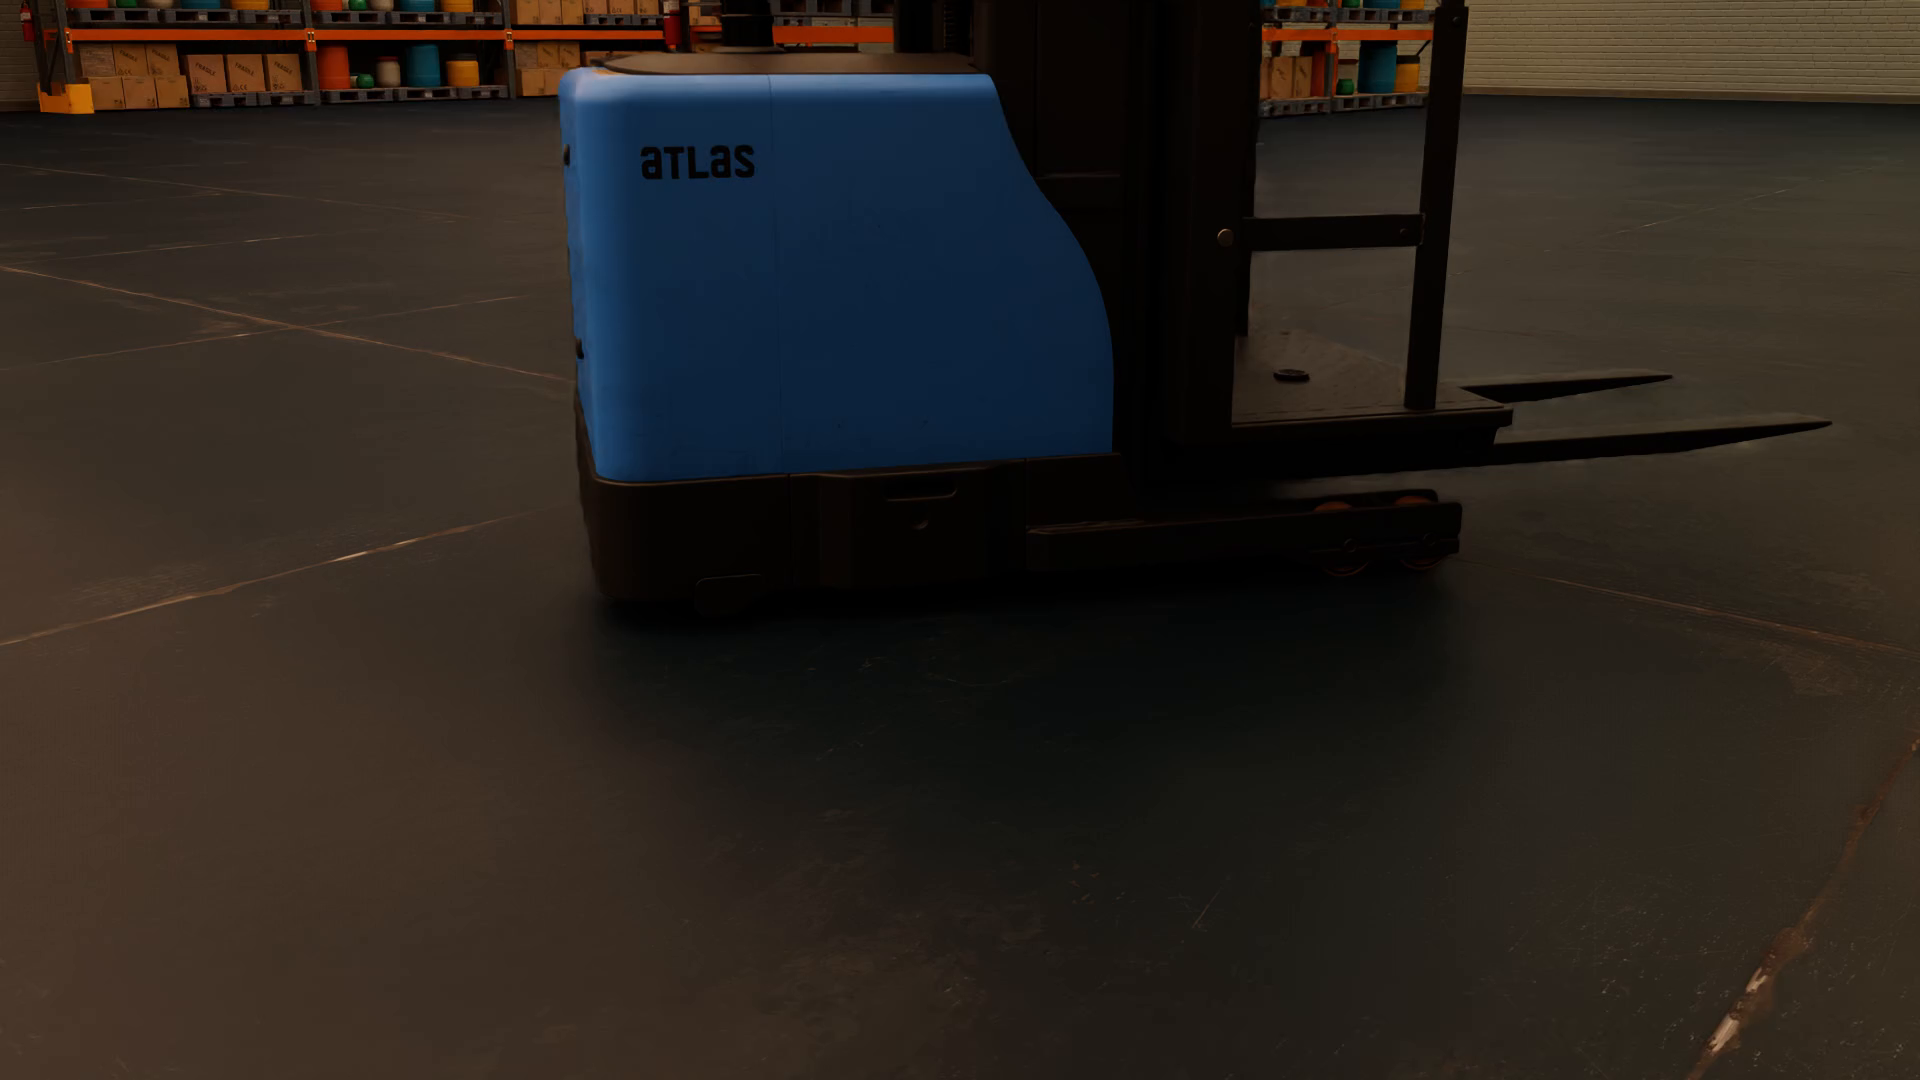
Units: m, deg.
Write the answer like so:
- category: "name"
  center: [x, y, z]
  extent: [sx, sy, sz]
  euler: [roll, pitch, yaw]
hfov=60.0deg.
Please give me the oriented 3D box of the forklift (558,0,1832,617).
- category: "forklift"
  center: [0.625, -1.464, 3.719]
  extent: [3.031, 2.935, 1.130]
  euler: [-4, 17, -14]
